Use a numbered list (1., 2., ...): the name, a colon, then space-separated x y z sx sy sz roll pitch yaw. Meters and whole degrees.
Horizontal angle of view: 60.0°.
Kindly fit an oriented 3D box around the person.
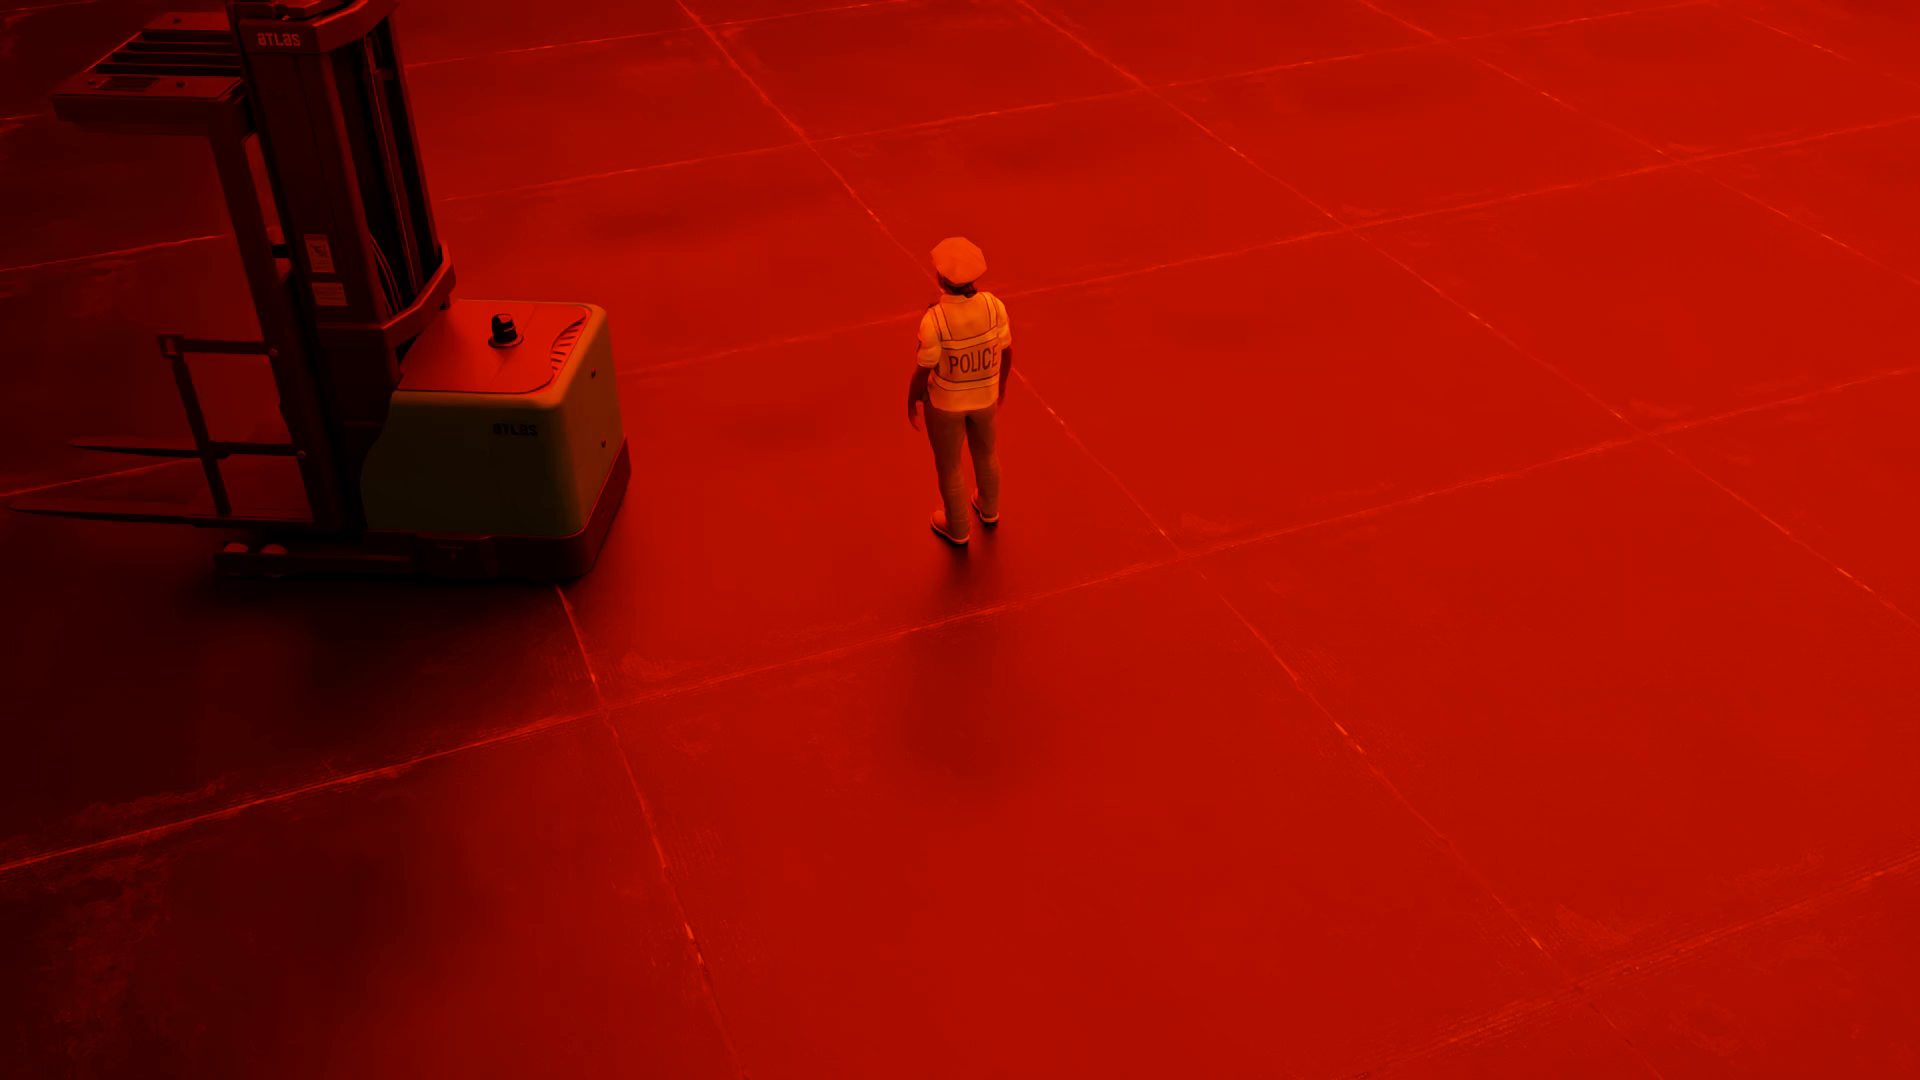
1. person: -0.011 -0.741 8.195 0.570 1.695 0.530 -14 38 -19

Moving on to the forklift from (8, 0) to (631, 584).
1. forklift: -3.322 -1.309 7.940 3.031 2.935 1.130 2 35 3
